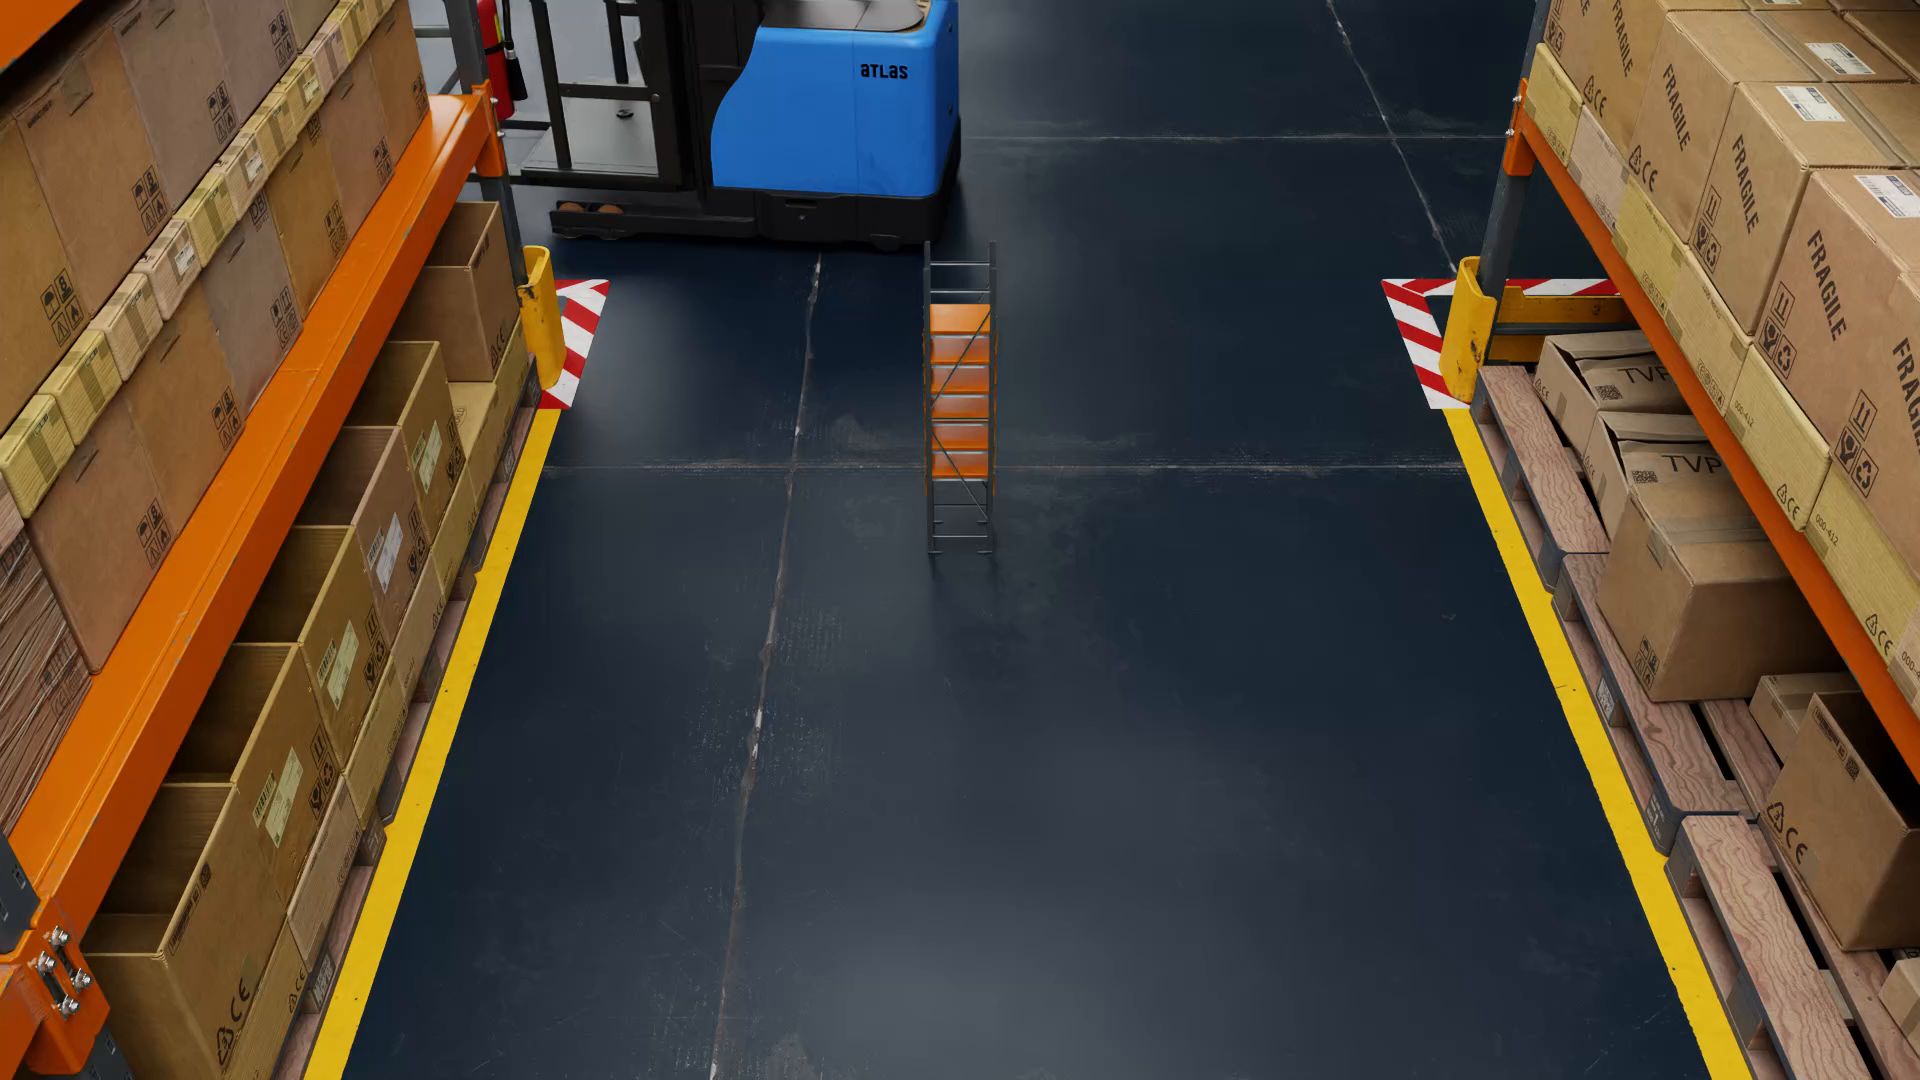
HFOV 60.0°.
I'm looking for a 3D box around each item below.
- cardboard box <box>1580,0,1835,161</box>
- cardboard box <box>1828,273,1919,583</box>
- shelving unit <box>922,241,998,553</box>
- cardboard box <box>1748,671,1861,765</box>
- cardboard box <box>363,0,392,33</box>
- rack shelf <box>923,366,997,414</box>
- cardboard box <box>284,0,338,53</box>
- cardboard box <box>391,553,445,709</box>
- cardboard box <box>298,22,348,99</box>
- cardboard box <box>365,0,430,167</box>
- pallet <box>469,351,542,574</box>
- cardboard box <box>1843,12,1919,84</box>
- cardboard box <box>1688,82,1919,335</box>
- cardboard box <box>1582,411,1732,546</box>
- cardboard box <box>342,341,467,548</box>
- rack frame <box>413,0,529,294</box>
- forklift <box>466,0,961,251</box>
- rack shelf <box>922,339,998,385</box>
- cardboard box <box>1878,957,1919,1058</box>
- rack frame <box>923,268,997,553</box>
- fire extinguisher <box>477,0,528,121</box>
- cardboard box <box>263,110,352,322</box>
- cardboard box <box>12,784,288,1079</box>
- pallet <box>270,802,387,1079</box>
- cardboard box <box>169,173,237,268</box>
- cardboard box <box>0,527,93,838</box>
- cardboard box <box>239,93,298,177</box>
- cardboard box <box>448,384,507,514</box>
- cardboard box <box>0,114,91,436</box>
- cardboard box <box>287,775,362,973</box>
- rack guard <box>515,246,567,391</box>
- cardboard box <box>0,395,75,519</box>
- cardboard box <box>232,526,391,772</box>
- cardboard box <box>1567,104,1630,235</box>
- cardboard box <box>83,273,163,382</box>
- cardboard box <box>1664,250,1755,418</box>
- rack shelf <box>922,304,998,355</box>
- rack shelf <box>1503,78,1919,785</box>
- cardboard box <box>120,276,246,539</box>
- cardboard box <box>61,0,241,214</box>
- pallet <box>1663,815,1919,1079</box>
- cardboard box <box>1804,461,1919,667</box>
[{"bbox_3d":[2.344,-1.535,5.271,0.500,0.500,0.500,0,39,0],"label":"cardboard box"},{"bbox_3d":[2.342,-0.249,3.666,0.500,0.500,0.500,0,39,0],"label":"cardboard box"},{"bbox_3d":[0.000,-0.477,5.886,0.258,1.200,0.189,0,39,0],"label":"shelving unit"},{"bbox_3d":[2.676,0.541,5.104,0.380,0.149,0.250,-3,39,-4],"label":"cardboard box"},{"bbox_3d":[-2.108,-1.784,5.479,0.380,0.149,0.250,1,39,1],"label":"cardboard box"},{"bbox_3d":[0.000,-0.536,5.839,0.258,0.103,0.180,0,39,0],"label":"rack shelf"},{"bbox_3d":[-2.307,-1.786,4.963,0.700,0.500,0.500,-1,39,-1],"label":"cardboard box"},{"bbox_3d":[-1.991,0.287,5.356,0.500,0.250,0.500,0,39,0],"label":"cardboard box"},{"bbox_3d":[-2.110,-1.467,5.084,0.380,0.149,0.250,0,39,1],"label":"cardboard box"},{"bbox_3d":[-2.313,-1.642,5.820,0.700,0.500,0.500,0,39,0],"label":"cardboard box"},{"bbox_3d":[-2.258,-0.328,6.491,1.003,0.211,1.213,0,39,0],"label":"pallet"},{"bbox_3d":[2.862,-1.210,4.865,0.500,0.500,0.500,-1,39,-1],"label":"cardboard box"},{"bbox_3d":[2.350,-0.889,4.465,0.500,0.500,0.500,1,39,1],"label":"cardboard box"},{"bbox_3d":[2.564,-0.234,5.942,0.500,0.311,0.500,3,39,4],"label":"cardboard box"},{"bbox_3d":[-1.987,-0.318,5.511,0.500,0.500,0.500,0,39,0],"label":"cardboard box"},{"bbox_3d":[-2.301,-1.895,6.216,1.000,3.000,0.127,0,39,0],"label":"rack frame"},{"bbox_3d":[-1.550,-2.917,7.546,3.031,2.935,1.130,4,39,5],"label":"forklift"},{"bbox_3d":[0.000,-0.630,5.764,0.258,0.103,0.180,0,39,0],"label":"rack shelf"},{"bbox_3d":[2.627,1.200,4.268,0.380,0.166,0.250,-5,39,-6],"label":"cardboard box"},{"bbox_3d":[0.000,-0.420,5.815,0.240,1.200,0.006,0,39,0],"label":"rack frame"},{"bbox_3d":[-1.836,-1.939,6.333,0.296,0.674,0.183,0,39,0],"label":"fire extinguisher"},{"bbox_3d":[-2.313,-1.003,5.023,0.700,0.500,0.500,0,39,0],"label":"cardboard box"},{"bbox_3d":[-1.984,0.933,3.951,0.500,0.500,0.500,0,39,0],"label":"cardboard box"},{"bbox_3d":[-2.255,1.197,4.587,1.003,0.211,1.213,0,39,0],"label":"pallet"},{"bbox_3d":[-2.108,-0.822,4.279,0.380,0.149,0.250,0,39,0],"label":"cardboard box"},{"bbox_3d":[-2.303,0.290,3.409,0.700,0.500,0.500,-1,39,-1],"label":"cardboard box"},{"bbox_3d":[-2.107,-1.138,4.673,0.380,0.149,0.250,1,39,1],"label":"cardboard box"},{"bbox_3d":[-1.992,-0.338,6.136,0.500,0.250,0.500,0,39,0],"label":"cardboard box"},{"bbox_3d":[-2.305,-0.532,3.398,0.700,0.500,0.500,0,39,0],"label":"cardboard box"},{"bbox_3d":[-1.989,0.913,4.575,0.500,0.250,0.500,0,39,0],"label":"cardboard box"},{"bbox_3d":[-2.301,-0.934,7.016,1.175,0.500,0.348,0,39,0],"label":"rack guard"},{"bbox_3d":[-2.105,-0.172,3.467,0.380,0.149,0.250,-1,39,-1],"label":"cardboard box"},{"bbox_3d":[-1.985,0.308,4.731,0.500,0.500,0.500,0,39,0],"label":"cardboard box"},{"bbox_3d":[2.351,-1.220,5.477,0.500,0.250,0.500,-1,39,-1],"label":"cardboard box"},{"bbox_3d":[-2.105,-0.493,3.867,0.380,0.149,0.250,-1,39,-2],"label":"cardboard box"},{"bbox_3d":[2.344,-0.585,4.686,0.500,0.250,0.500,0,39,0],"label":"cardboard box"},{"bbox_3d":[0.000,-0.724,5.689,0.258,0.103,0.180,0,39,0],"label":"rack shelf"},{"bbox_3d":[2.655,-0.369,4.887,1.077,0.370,4.000,0,39,0],"label":"rack shelf"},{"bbox_3d":[-2.307,-0.353,4.212,0.700,0.500,0.500,1,39,1],"label":"cardboard box"},{"bbox_3d":[-2.305,-1.158,4.179,0.700,0.500,0.500,0,39,0],"label":"cardboard box"},{"bbox_3d":[2.621,1.269,4.498,1.003,0.211,1.213,0,39,0],"label":"pallet"},{"bbox_3d":[2.362,0.044,3.901,0.500,0.250,0.500,0,39,0],"label":"cardboard box"}]
